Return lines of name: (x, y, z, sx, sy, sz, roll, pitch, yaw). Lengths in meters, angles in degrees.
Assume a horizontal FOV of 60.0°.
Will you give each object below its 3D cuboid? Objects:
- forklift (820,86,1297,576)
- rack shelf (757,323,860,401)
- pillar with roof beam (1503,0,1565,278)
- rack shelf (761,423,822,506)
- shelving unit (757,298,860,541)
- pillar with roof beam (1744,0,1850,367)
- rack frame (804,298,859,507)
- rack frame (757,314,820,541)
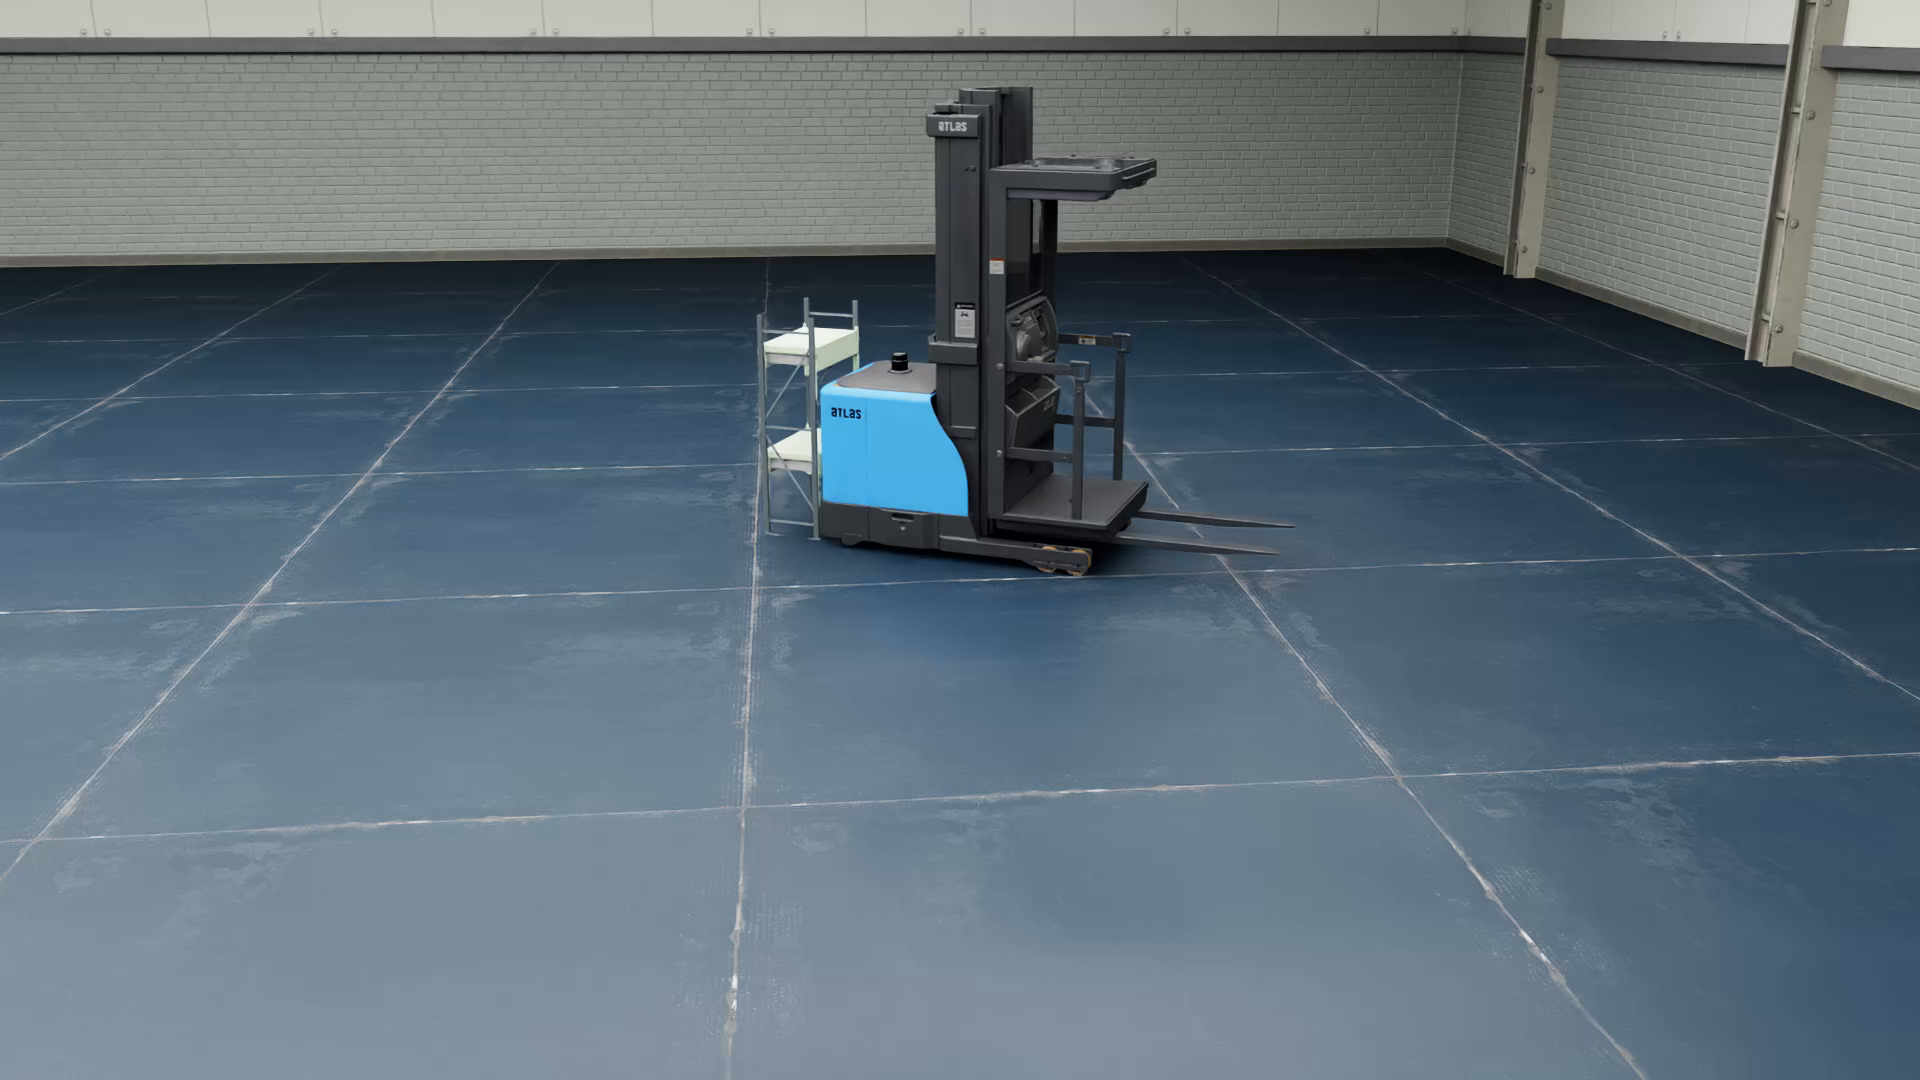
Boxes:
forklift: (0.649, -1.352, 10.589, 3.031, 2.935, 1.130, 6, 18, 19)
rack shelf: (-1.012, -1.211, 11.227, 0.431, 0.370, 0.720, 6, 18, 19)
pillar with roof beam: (3.338, -7.756, 20.857, 9.100, 9.000, 0.400, -2, 18, -6)
rack shelf: (-1.012, -0.527, 11.441, 0.431, 0.370, 0.720, 6, 18, 19)
shelving unit: (-1.012, -0.838, 11.344, 0.431, 1.500, 0.755, 6, 18, 19)
pillar with roof beam: (3.957, -5.968, 15.163, 9.100, 9.000, 0.400, -2, 18, -6)
rack frame: (-0.890, -0.942, 11.673, 0.400, 1.500, 0.023, 6, 18, 19)
rack frame: (-1.134, -0.735, 11.015, 0.400, 1.500, 0.023, 6, 18, 19)
